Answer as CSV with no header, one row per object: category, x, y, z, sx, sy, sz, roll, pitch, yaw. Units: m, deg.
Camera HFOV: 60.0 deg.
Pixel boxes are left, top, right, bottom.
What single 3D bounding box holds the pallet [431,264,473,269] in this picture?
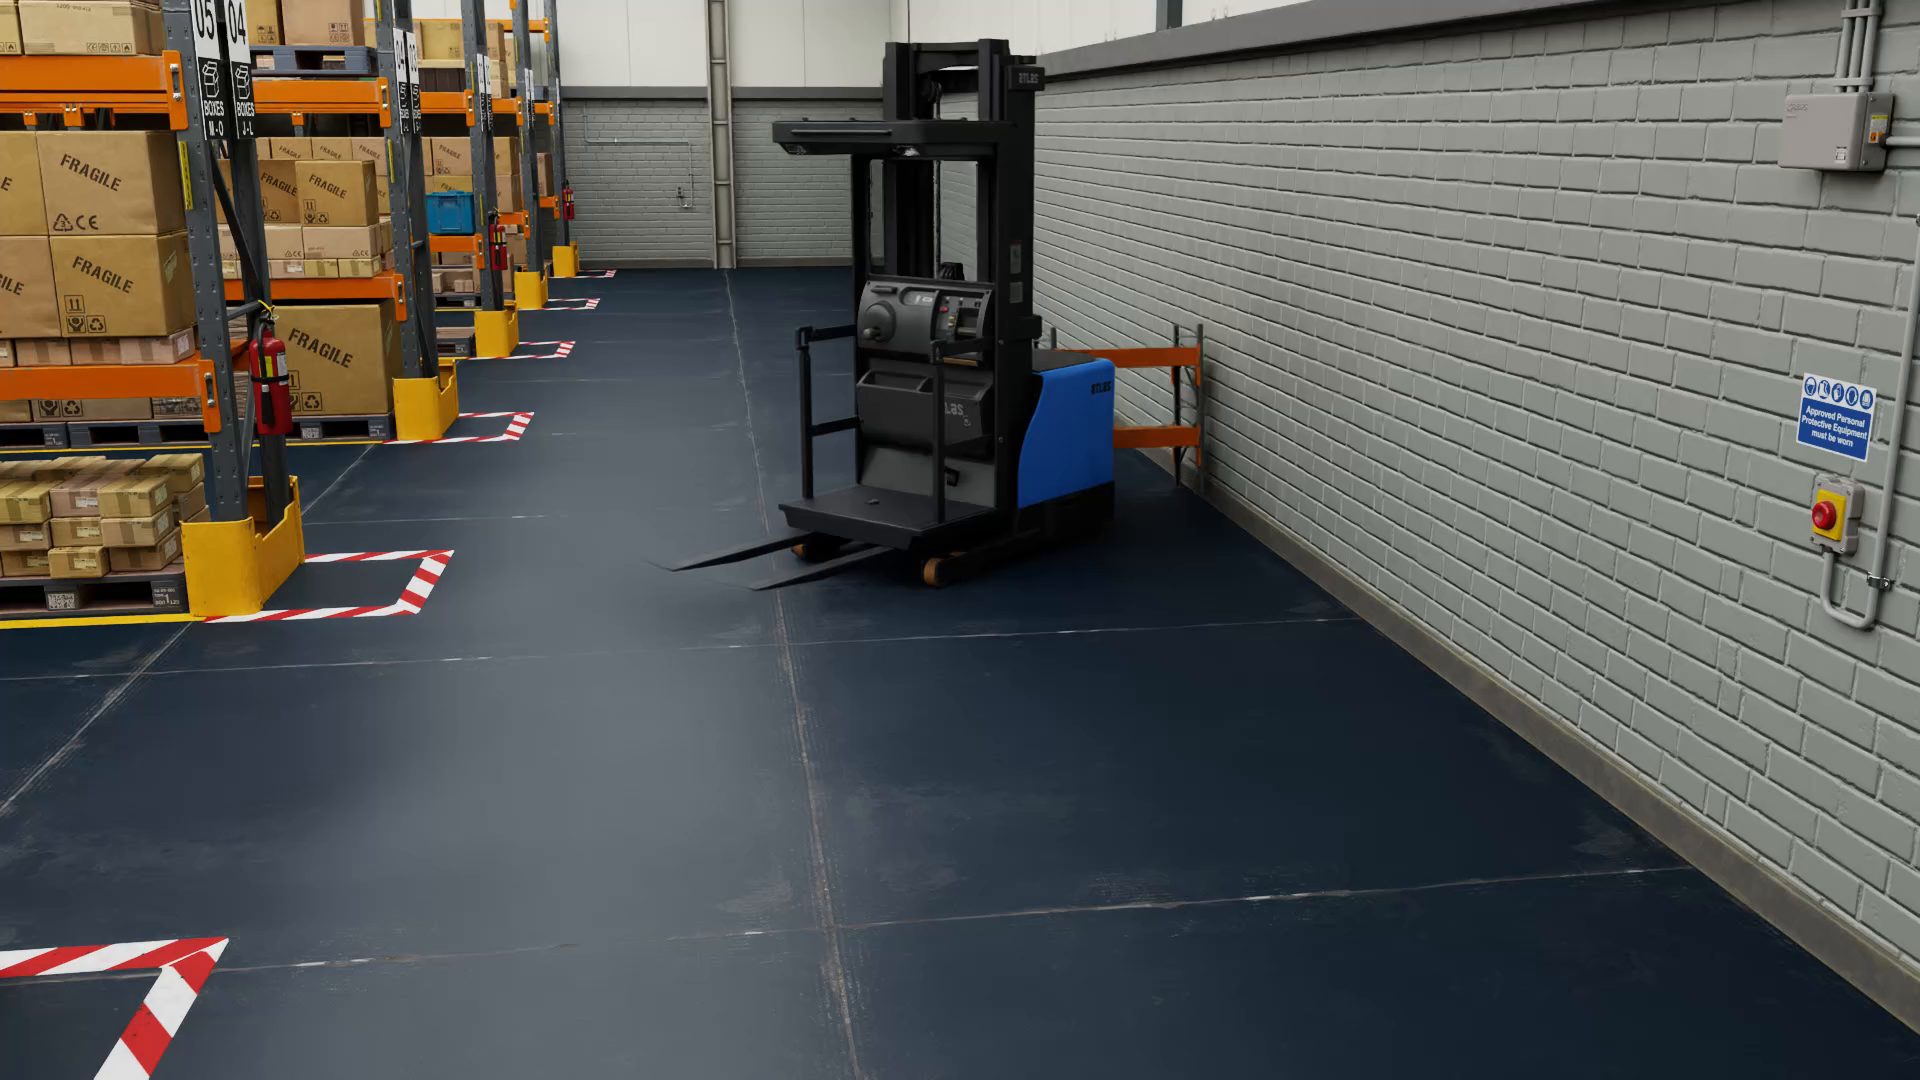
pallet,-8.683,-4.529,27.847,1.213,0.211,1.003,-2,14,-8

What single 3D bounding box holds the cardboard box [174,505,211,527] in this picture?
cardboard box,-4.413,-0.080,9.373,0.250,0.149,0.380,-2,14,-7

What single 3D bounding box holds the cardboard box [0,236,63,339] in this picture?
cardboard box,-4.763,-1.299,8.417,0.500,0.500,0.500,-2,14,-9

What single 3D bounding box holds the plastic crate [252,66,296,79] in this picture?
plastic crate,-7.462,-4.981,17.994,0.530,0.282,0.437,-2,14,-8

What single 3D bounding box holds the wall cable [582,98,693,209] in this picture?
wall cable,-5.575,-6.739,28.840,1.851,1.984,0.084,-2,14,-8

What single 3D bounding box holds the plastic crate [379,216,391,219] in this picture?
plastic crate,-6.517,-3.545,18.609,0.298,0.136,0.250,-2,14,-8

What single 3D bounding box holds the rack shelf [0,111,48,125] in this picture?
rack shelf,-16.588,-6.716,26.149,4.000,0.370,1.077,-2,14,-8

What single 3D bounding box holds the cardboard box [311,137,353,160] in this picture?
cardboard box,-8.387,-5.156,22.356,0.500,0.500,0.500,-3,14,-10

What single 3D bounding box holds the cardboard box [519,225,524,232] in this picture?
cardboard box,-7.283,-5.282,28.058,0.250,0.149,0.380,-2,14,-8

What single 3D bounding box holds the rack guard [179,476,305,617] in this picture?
rack guard,-3.922,0.014,9.139,0.348,0.500,1.175,-2,14,-8

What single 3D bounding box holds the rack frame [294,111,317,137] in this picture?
rack frame,-10.655,-5.828,27.293,0.127,3.000,1.000,-2,14,-8

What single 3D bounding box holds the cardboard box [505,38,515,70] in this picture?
cardboard box,-7.383,-7.879,27.002,0.500,0.500,0.500,-2,14,-8

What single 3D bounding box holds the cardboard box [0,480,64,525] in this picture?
cardboard box,-4.827,-0.196,8.610,0.250,0.149,0.380,-2,14,-10

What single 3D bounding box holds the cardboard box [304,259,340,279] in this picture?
cardboard box,-5.046,-2.174,13.242,0.250,0.149,0.380,-2,14,-8

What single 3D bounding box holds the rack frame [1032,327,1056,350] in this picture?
rack frame,0.571,-0.855,11.157,0.032,1.125,0.500,-3,7,-12

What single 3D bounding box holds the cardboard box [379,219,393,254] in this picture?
cardboard box,-5.001,-2.517,13.790,0.500,0.250,0.500,-2,14,-10

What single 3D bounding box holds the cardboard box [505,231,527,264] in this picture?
cardboard box,-7.377,-4.914,27.927,0.500,0.500,0.700,-2,14,-8

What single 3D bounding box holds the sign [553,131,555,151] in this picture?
sign,-6.633,-6.518,27.179,0.005,0.325,0.100,-2,14,-8

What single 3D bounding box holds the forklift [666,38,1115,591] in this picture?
forklift,-0.338,-1.295,9.359,1.130,2.935,3.031,11,18,37

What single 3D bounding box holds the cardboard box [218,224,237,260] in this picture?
cardboard box,-5.931,-2.352,13.129,0.500,0.250,0.500,-3,14,-10

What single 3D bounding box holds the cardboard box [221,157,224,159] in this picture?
cardboard box,-11.577,-5.932,26.851,0.500,0.500,0.500,-2,14,-8

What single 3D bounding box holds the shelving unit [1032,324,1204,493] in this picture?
shelving unit,1.067,-0.880,11.267,1.048,1.125,0.538,-3,7,-12

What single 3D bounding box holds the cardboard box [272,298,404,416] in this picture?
cardboard box,-5.107,-1.529,13.656,0.875,0.875,0.875,-2,14,-8

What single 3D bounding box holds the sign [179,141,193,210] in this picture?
sign,-3.784,-1.782,8.132,0.005,0.325,0.100,-2,14,-8

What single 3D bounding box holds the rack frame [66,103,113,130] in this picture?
rack frame,-9.179,-3.445,17.791,0.127,3.000,1.000,-2,14,-8

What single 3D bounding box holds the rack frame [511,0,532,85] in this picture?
rack frame,-5.958,-7.691,22.391,0.127,3.000,1.000,-2,14,-8

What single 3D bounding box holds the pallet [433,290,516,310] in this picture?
pallet,-6.822,-3.397,23.332,1.213,0.211,1.003,-2,14,-8

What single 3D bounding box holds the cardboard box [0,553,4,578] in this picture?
cardboard box,-5.092,0.081,8.728,0.250,0.149,0.380,-2,14,-8

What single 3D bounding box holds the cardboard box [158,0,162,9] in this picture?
cardboard box,-4.330,-2.872,8.623,0.500,0.250,0.500,-2,14,-7

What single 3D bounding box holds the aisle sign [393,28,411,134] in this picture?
aisle sign,-4.370,-3.590,13.025,0.004,0.787,0.394,-2,14,-8

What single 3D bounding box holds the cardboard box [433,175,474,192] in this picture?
cardboard box,-6.873,-4.728,22.704,0.500,0.500,0.500,-2,14,-8

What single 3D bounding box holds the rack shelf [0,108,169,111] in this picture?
rack shelf,-11.891,-5.670,21.976,4.000,0.370,1.077,-2,14,-8

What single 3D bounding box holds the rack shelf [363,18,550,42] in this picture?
rack shelf,-8.678,-8.267,26.988,4.000,0.370,1.077,-2,14,-8

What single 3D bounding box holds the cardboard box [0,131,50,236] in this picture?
cardboard box,-4.764,-1.784,8.298,0.500,0.500,0.500,-3,14,-10

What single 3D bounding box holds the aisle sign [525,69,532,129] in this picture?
aisle sign,-5.845,-5.971,22.520,0.004,0.787,0.394,-2,14,-8

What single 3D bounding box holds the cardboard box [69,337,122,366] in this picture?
cardboard box,-4.379,-1.000,8.559,0.250,0.149,0.380,-2,14,-8

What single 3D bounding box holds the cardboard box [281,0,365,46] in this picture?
cardboard box,-4.992,-4.122,13.051,0.500,0.500,0.700,-3,14,-12

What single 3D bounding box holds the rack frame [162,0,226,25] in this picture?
rack frame,-3.847,-4.111,8.117,0.127,3.000,1.000,-2,14,-8

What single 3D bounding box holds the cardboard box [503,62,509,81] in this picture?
cardboard box,-6.505,-6.450,22.888,0.500,0.250,0.500,-2,14,-8

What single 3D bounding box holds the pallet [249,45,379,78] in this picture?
pallet,-5.218,-3.781,13.147,1.213,0.211,1.003,-2,14,-8

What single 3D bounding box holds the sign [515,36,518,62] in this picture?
sign,-5.895,-6.531,22.112,0.005,0.325,0.100,-2,14,-8

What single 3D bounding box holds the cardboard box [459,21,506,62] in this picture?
cardboard box,-6.464,-6.747,22.532,0.500,0.500,0.700,-2,14,-8

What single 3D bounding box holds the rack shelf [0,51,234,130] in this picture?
rack shelf,-5.825,-2.235,8.280,4.000,0.370,1.077,-2,14,-8

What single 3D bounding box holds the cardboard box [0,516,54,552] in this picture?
cardboard box,-4.840,-0.060,8.679,0.250,0.149,0.380,-3,14,-11

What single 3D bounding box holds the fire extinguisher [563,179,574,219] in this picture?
fire extinguisher,-6.482,-5.649,27.505,0.183,0.674,0.296,-2,14,-8

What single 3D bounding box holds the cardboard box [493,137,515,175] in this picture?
cardboard box,-6.357,-5.232,22.658,0.500,0.500,0.500,-2,14,-9

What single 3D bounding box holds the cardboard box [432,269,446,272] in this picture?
cardboard box,-7.527,-3.673,23.450,0.500,0.250,0.500,-2,14,-8

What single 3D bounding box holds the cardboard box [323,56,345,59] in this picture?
cardboard box,-8.429,-6.655,22.165,0.500,0.500,0.700,-2,14,-8

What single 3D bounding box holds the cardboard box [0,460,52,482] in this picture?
cardboard box,-5.172,-0.328,9.136,0.250,0.149,0.380,-3,14,-11
